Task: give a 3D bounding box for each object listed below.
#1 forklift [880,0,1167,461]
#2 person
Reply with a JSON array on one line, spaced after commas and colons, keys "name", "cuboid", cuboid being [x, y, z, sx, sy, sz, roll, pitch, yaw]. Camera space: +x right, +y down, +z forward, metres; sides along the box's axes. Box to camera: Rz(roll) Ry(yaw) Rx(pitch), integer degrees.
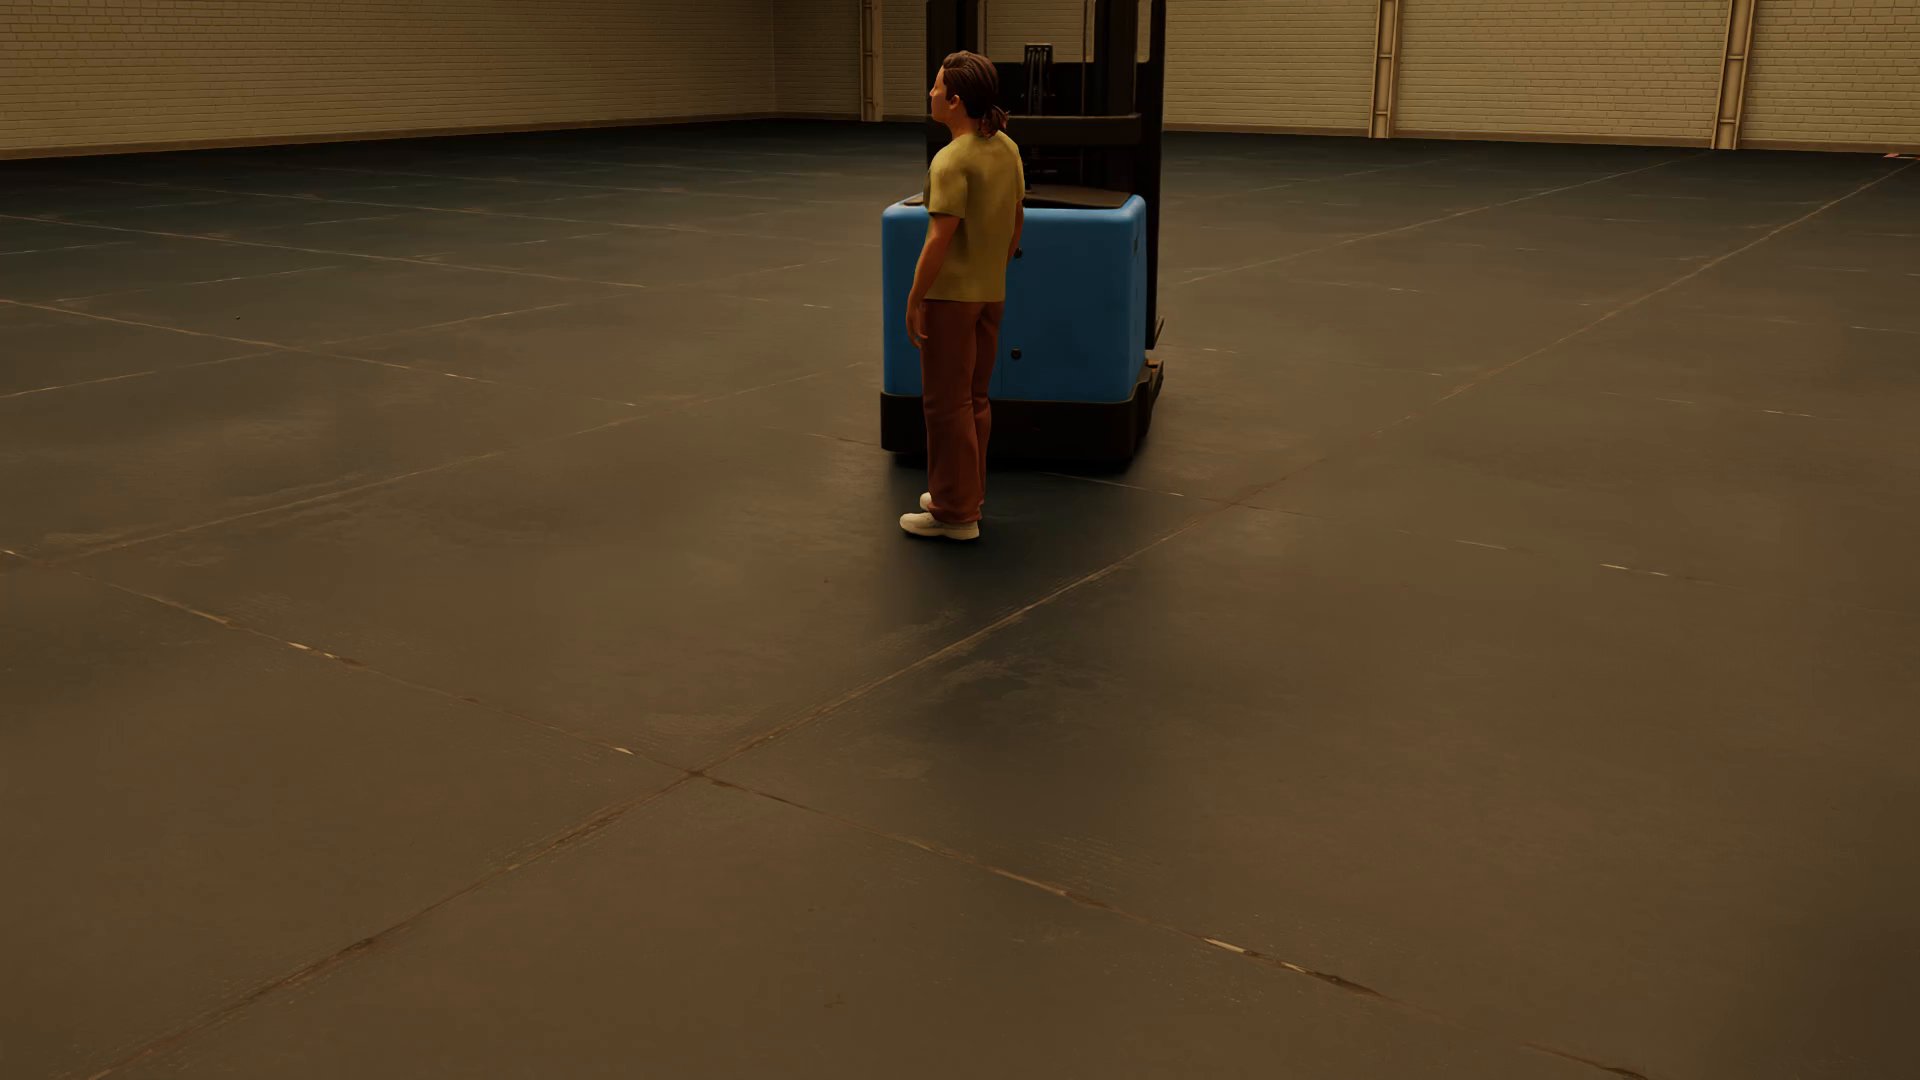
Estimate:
[{"name": "forklift", "cuboid": [0.431, -2.105, 7.872, 1.130, 2.935, 3.031, 3, 17, 10]}, {"name": "person", "cuboid": [-0.055, -0.825, 5.755, 0.548, 1.673, 0.554, 11, 20, 33]}]
